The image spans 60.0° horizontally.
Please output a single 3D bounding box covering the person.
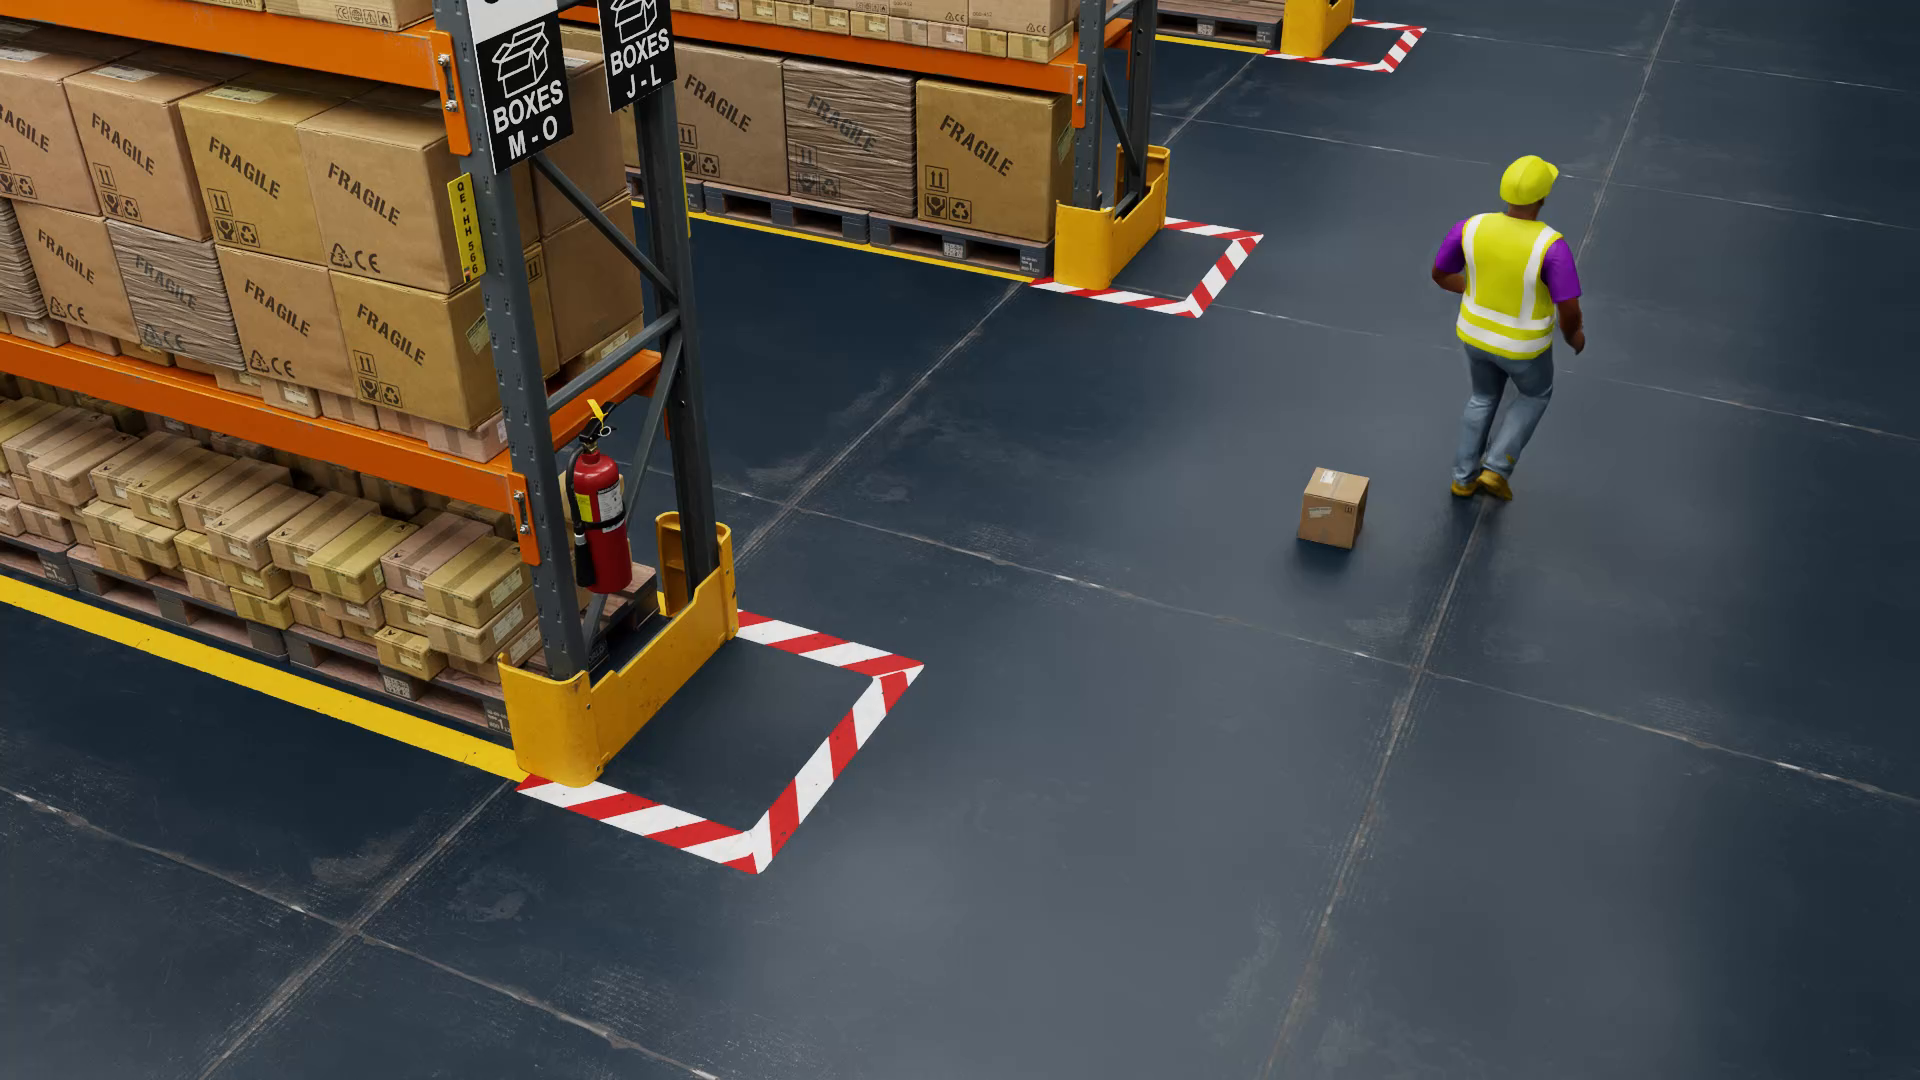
[{"bbox_3d":[2.507,-0.952,7.597,0.742,1.720,0.524,26,41,33],"label":"person"}]
